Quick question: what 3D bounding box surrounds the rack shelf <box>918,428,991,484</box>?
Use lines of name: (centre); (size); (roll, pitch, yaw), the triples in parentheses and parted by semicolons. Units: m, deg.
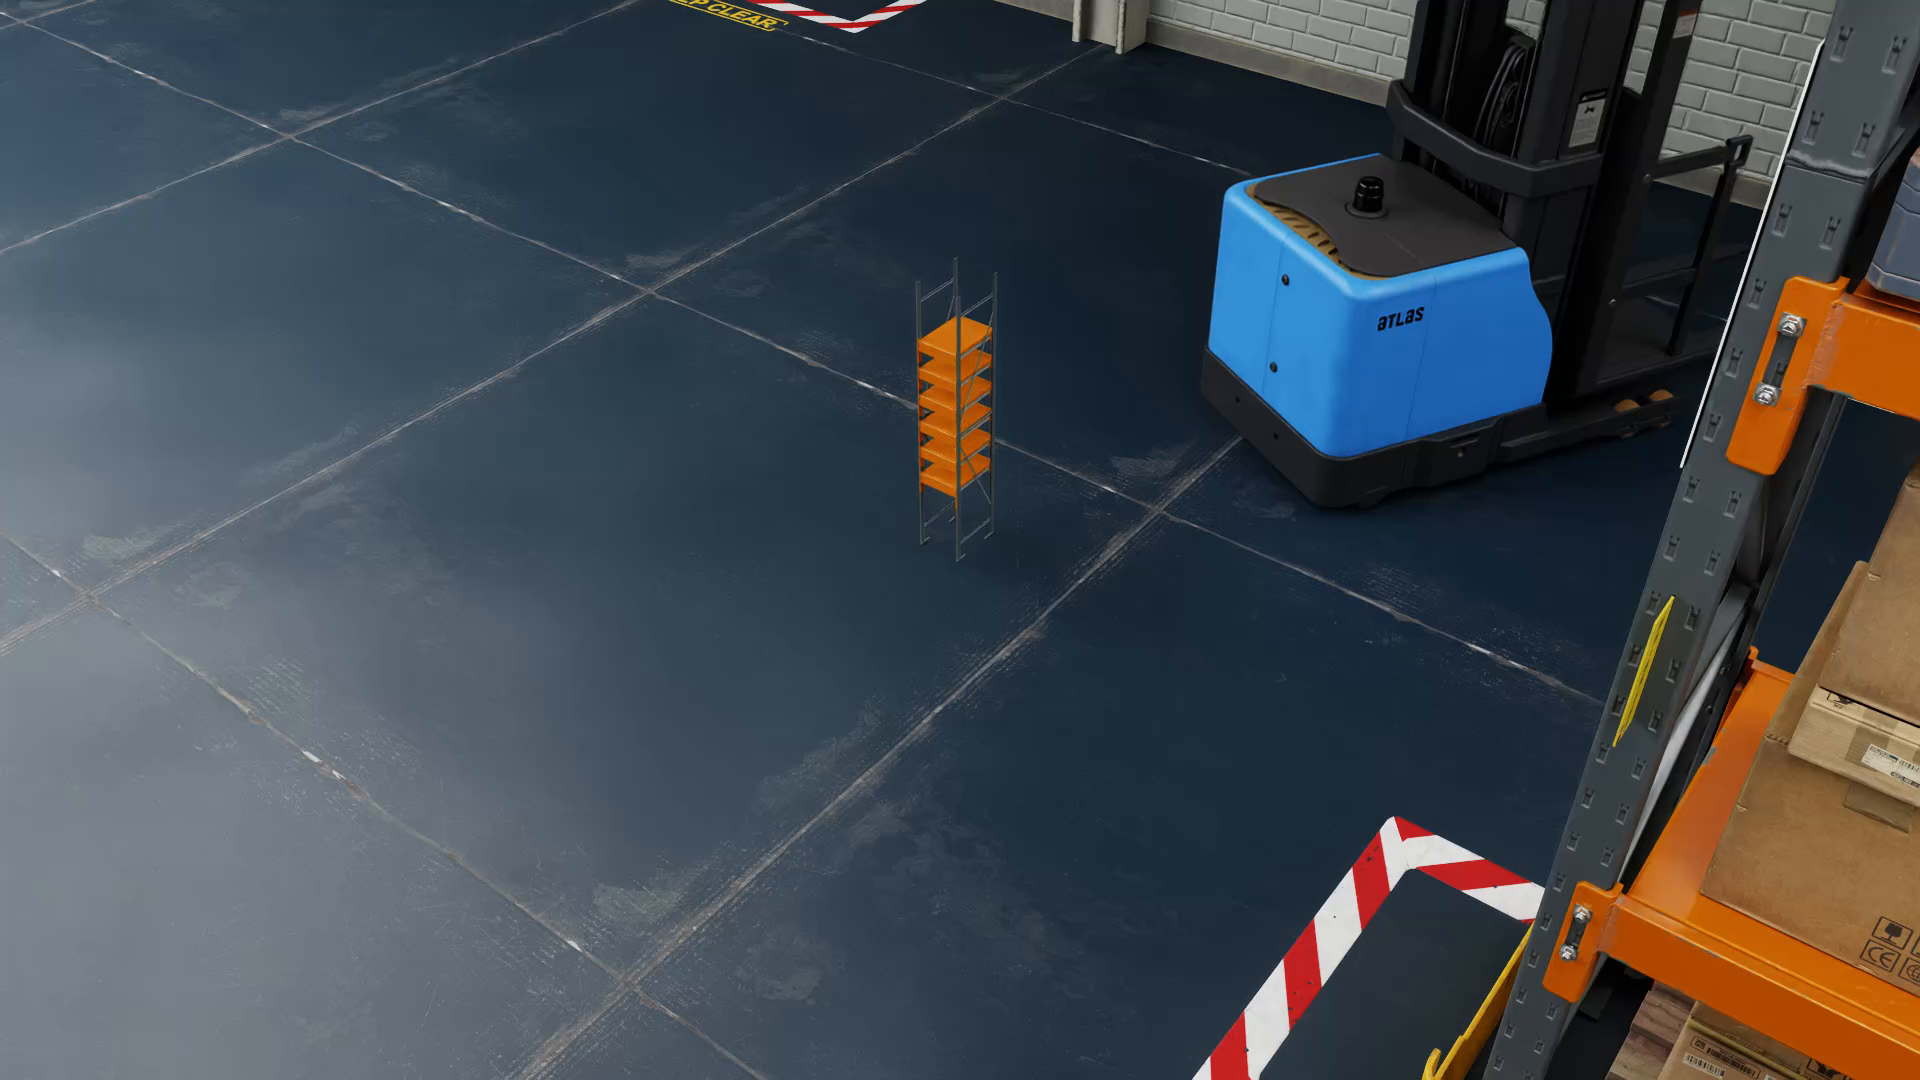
rack shelf: (-0.011, -0.348, 6.488); (0.180, 0.103, 0.258); (25, 45, 29)

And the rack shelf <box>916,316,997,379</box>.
rack shelf: (-0.012, -0.726, 6.192); (0.180, 0.103, 0.258); (25, 45, 29)

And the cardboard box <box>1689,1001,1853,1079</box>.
cardboard box: (2.271, 1.038, 4.273); (0.500, 0.500, 0.500); (25, 45, 29)

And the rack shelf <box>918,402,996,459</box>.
rack shelf: (-0.011, -0.443, 6.414); (0.180, 0.103, 0.258); (25, 45, 29)

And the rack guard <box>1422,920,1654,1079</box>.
rack guard: (1.645, 1.336, 4.638); (0.348, 0.500, 1.175); (25, 45, 29)

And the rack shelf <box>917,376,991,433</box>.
rack shelf: (-0.011, -0.537, 6.340); (0.180, 0.103, 0.258); (25, 45, 29)

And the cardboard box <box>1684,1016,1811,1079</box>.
cardboard box: (2.270, 1.334, 4.503); (0.500, 0.250, 0.500); (25, 45, 29)

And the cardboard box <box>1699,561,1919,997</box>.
cardboard box: (2.028, 0.502, 3.594); (0.500, 0.500, 0.700); (25, 45, 29)

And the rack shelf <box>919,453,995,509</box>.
rack shelf: (-0.011, -0.254, 6.562); (0.180, 0.103, 0.258); (25, 45, 29)

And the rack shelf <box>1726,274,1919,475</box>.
rack shelf: (3.253, 0.212, 2.197); (4.000, 0.370, 1.077); (25, 45, 29)

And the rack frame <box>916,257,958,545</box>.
rack frame: (-0.084, -0.512, 6.431); (0.006, 1.200, 0.240); (25, 45, 29)

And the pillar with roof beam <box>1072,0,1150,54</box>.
pillar with roof beam: (-1.629, -4.729, 5.491); (0.400, 9.000, 9.100); (25, 45, 29)

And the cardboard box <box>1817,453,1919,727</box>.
cardboard box: (2.070, 0.011, 3.169); (0.500, 0.500, 0.700); (25, 45, 29)

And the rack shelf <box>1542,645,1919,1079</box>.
rack shelf: (3.253, 1.393, 3.121); (4.000, 0.370, 1.077); (25, 45, 29)

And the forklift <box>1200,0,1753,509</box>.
forklift: (2.643, -1.885, 6.780); (3.031, 2.935, 1.130); (-15, 41, -19)

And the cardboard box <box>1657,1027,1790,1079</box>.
cardboard box: (1.955, 1.588, 4.179); (0.500, 0.250, 0.500); (25, 45, 29)

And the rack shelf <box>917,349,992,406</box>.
rack shelf: (-0.011, -0.632, 6.266); (0.180, 0.103, 0.258); (25, 45, 29)

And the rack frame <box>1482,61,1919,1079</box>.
rack frame: (1.665, 0.361, 3.856); (0.127, 3.000, 1.000); (25, 45, 29)

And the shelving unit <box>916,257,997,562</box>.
shelving unit: (-0.011, -0.478, 6.387); (0.189, 1.200, 0.258); (25, 45, 29)

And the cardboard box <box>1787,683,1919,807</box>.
cardboard box: (1.845, 0.318, 3.303); (0.250, 0.149, 0.380); (25, 44, 28)

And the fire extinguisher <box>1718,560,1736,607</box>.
fire extinguisher: (1.853, 0.119, 4.227); (0.183, 0.674, 0.296); (25, 45, 29)

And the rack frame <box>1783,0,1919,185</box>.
rack frame: (1.665, -2.002, 2.007); (0.127, 3.000, 1.000); (25, 45, 29)

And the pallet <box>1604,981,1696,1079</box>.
pallet: (2.297, 1.724, 4.376); (1.213, 0.211, 1.003); (25, 45, 29)

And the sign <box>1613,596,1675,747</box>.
sign: (1.323, 0.258, 3.221); (0.005, 0.325, 0.100); (25, 45, 29)

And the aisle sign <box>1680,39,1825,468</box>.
aisle sign: (1.426, -0.538, 2.895); (0.004, 0.787, 0.394); (25, 45, 29)

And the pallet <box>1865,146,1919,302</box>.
pallet: (2.210, -0.508, 2.604); (1.213, 0.211, 1.003); (25, 45, 29)

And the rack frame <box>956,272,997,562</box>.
rack frame: (0.061, -0.444, 6.343); (0.006, 1.200, 0.240); (25, 45, 29)
